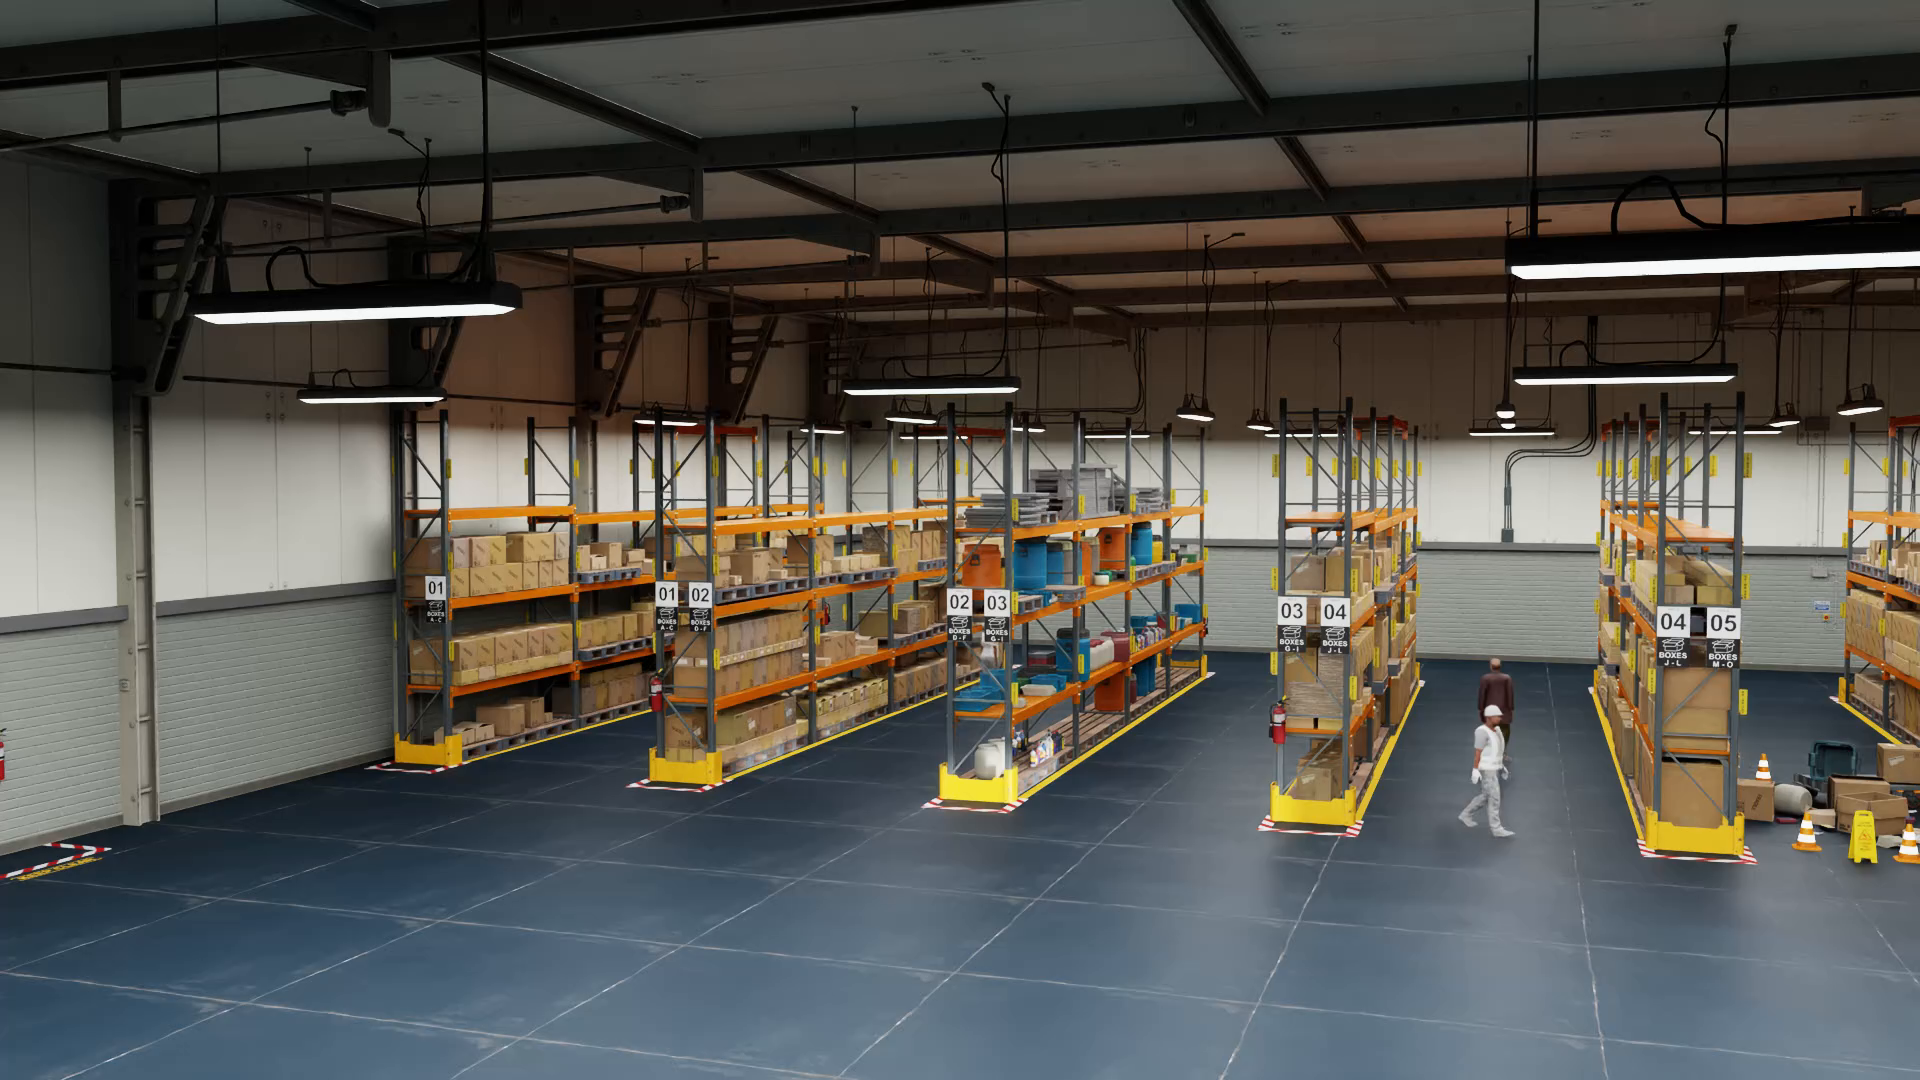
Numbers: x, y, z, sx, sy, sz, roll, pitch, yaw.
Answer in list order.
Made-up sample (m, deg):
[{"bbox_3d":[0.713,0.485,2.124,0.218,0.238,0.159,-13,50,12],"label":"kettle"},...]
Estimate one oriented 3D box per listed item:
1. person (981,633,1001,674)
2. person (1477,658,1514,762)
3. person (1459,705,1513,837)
[{"bbox_3d":[0.650,2.586,36.452,0.490,1.680,0.480,2,3,39],"label":"person"},{"bbox_3d":[9.125,2.902,28.338,0.592,1.776,0.603,1,3,24],"label":"person"},{"bbox_3d":[7.237,3.146,22.821,0.851,1.772,0.590,2,3,37],"label":"person"}]
